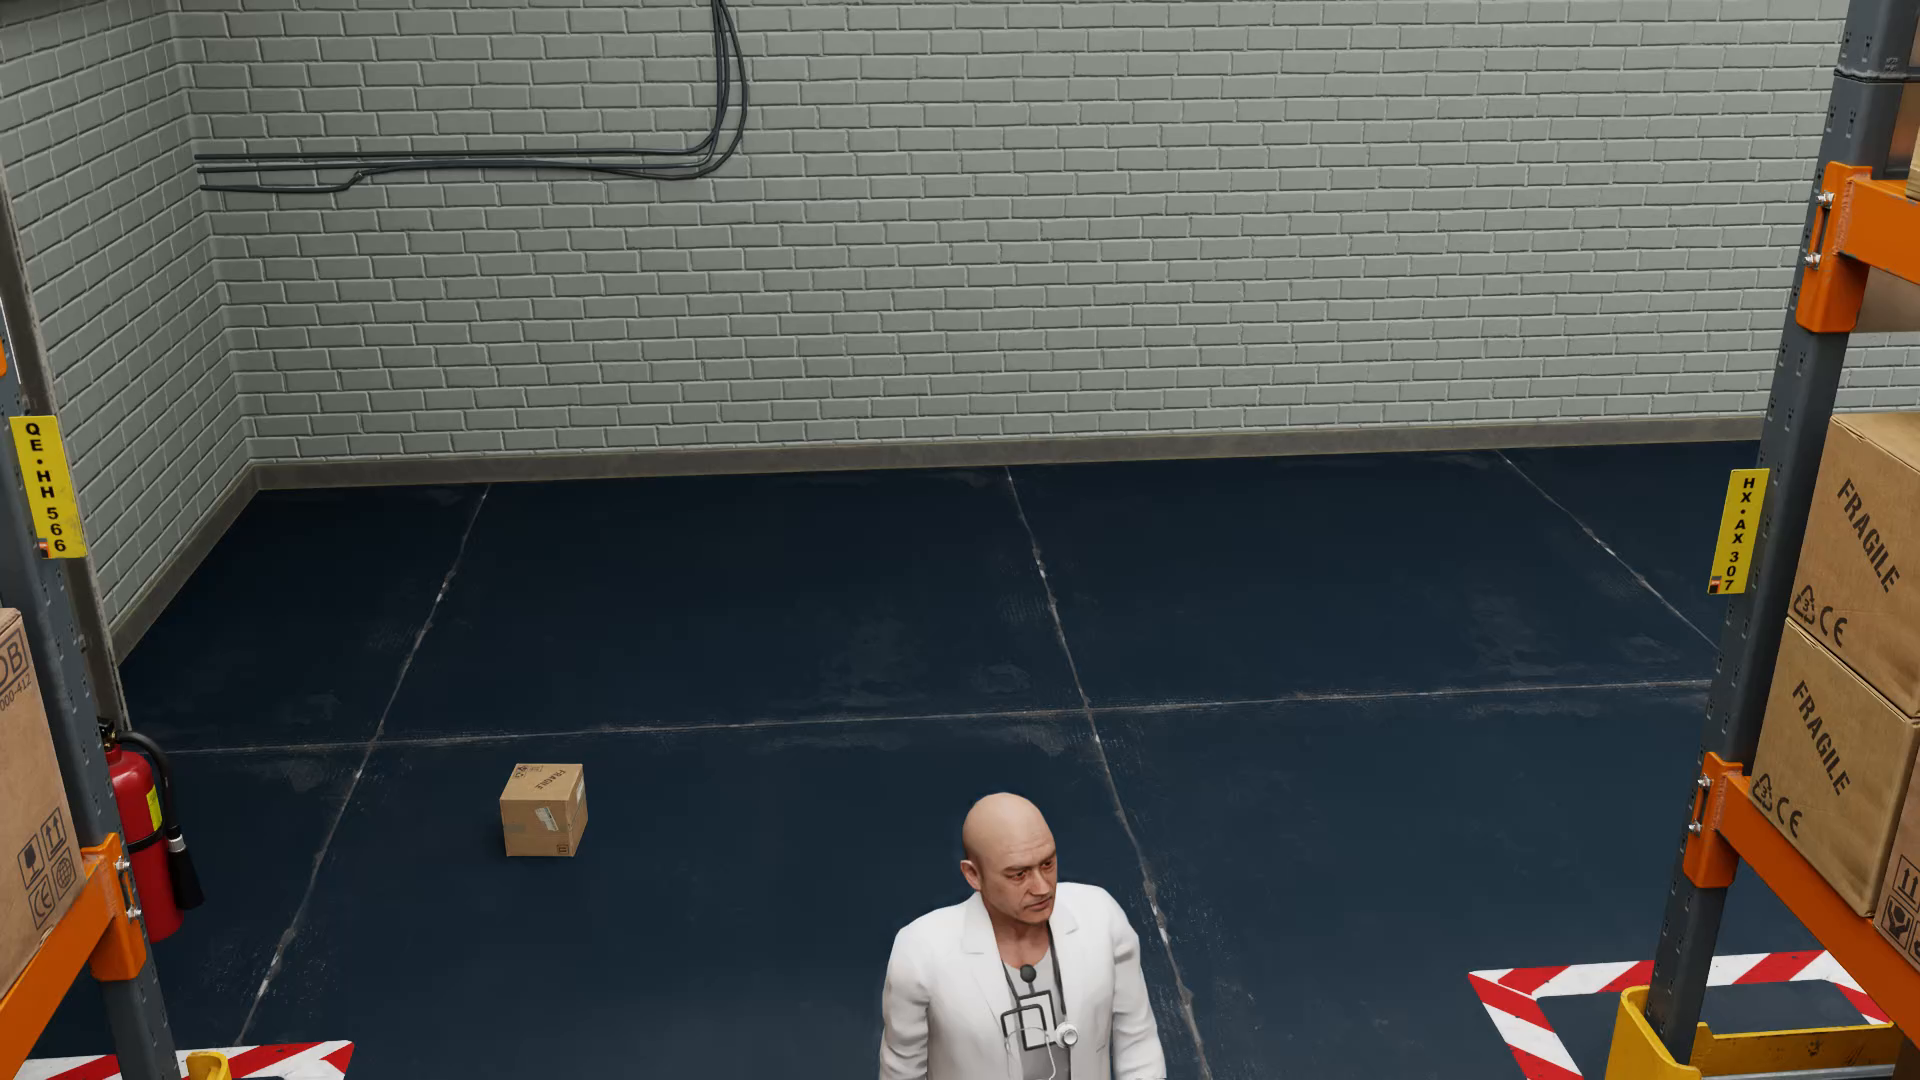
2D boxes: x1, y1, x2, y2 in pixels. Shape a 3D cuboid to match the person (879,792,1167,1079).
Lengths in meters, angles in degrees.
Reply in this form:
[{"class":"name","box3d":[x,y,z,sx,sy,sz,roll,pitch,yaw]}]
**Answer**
[{"class":"person","box3d":[0.136,1.307,3.590,0.614,1.741,1.043,-9,25,-21]}]
